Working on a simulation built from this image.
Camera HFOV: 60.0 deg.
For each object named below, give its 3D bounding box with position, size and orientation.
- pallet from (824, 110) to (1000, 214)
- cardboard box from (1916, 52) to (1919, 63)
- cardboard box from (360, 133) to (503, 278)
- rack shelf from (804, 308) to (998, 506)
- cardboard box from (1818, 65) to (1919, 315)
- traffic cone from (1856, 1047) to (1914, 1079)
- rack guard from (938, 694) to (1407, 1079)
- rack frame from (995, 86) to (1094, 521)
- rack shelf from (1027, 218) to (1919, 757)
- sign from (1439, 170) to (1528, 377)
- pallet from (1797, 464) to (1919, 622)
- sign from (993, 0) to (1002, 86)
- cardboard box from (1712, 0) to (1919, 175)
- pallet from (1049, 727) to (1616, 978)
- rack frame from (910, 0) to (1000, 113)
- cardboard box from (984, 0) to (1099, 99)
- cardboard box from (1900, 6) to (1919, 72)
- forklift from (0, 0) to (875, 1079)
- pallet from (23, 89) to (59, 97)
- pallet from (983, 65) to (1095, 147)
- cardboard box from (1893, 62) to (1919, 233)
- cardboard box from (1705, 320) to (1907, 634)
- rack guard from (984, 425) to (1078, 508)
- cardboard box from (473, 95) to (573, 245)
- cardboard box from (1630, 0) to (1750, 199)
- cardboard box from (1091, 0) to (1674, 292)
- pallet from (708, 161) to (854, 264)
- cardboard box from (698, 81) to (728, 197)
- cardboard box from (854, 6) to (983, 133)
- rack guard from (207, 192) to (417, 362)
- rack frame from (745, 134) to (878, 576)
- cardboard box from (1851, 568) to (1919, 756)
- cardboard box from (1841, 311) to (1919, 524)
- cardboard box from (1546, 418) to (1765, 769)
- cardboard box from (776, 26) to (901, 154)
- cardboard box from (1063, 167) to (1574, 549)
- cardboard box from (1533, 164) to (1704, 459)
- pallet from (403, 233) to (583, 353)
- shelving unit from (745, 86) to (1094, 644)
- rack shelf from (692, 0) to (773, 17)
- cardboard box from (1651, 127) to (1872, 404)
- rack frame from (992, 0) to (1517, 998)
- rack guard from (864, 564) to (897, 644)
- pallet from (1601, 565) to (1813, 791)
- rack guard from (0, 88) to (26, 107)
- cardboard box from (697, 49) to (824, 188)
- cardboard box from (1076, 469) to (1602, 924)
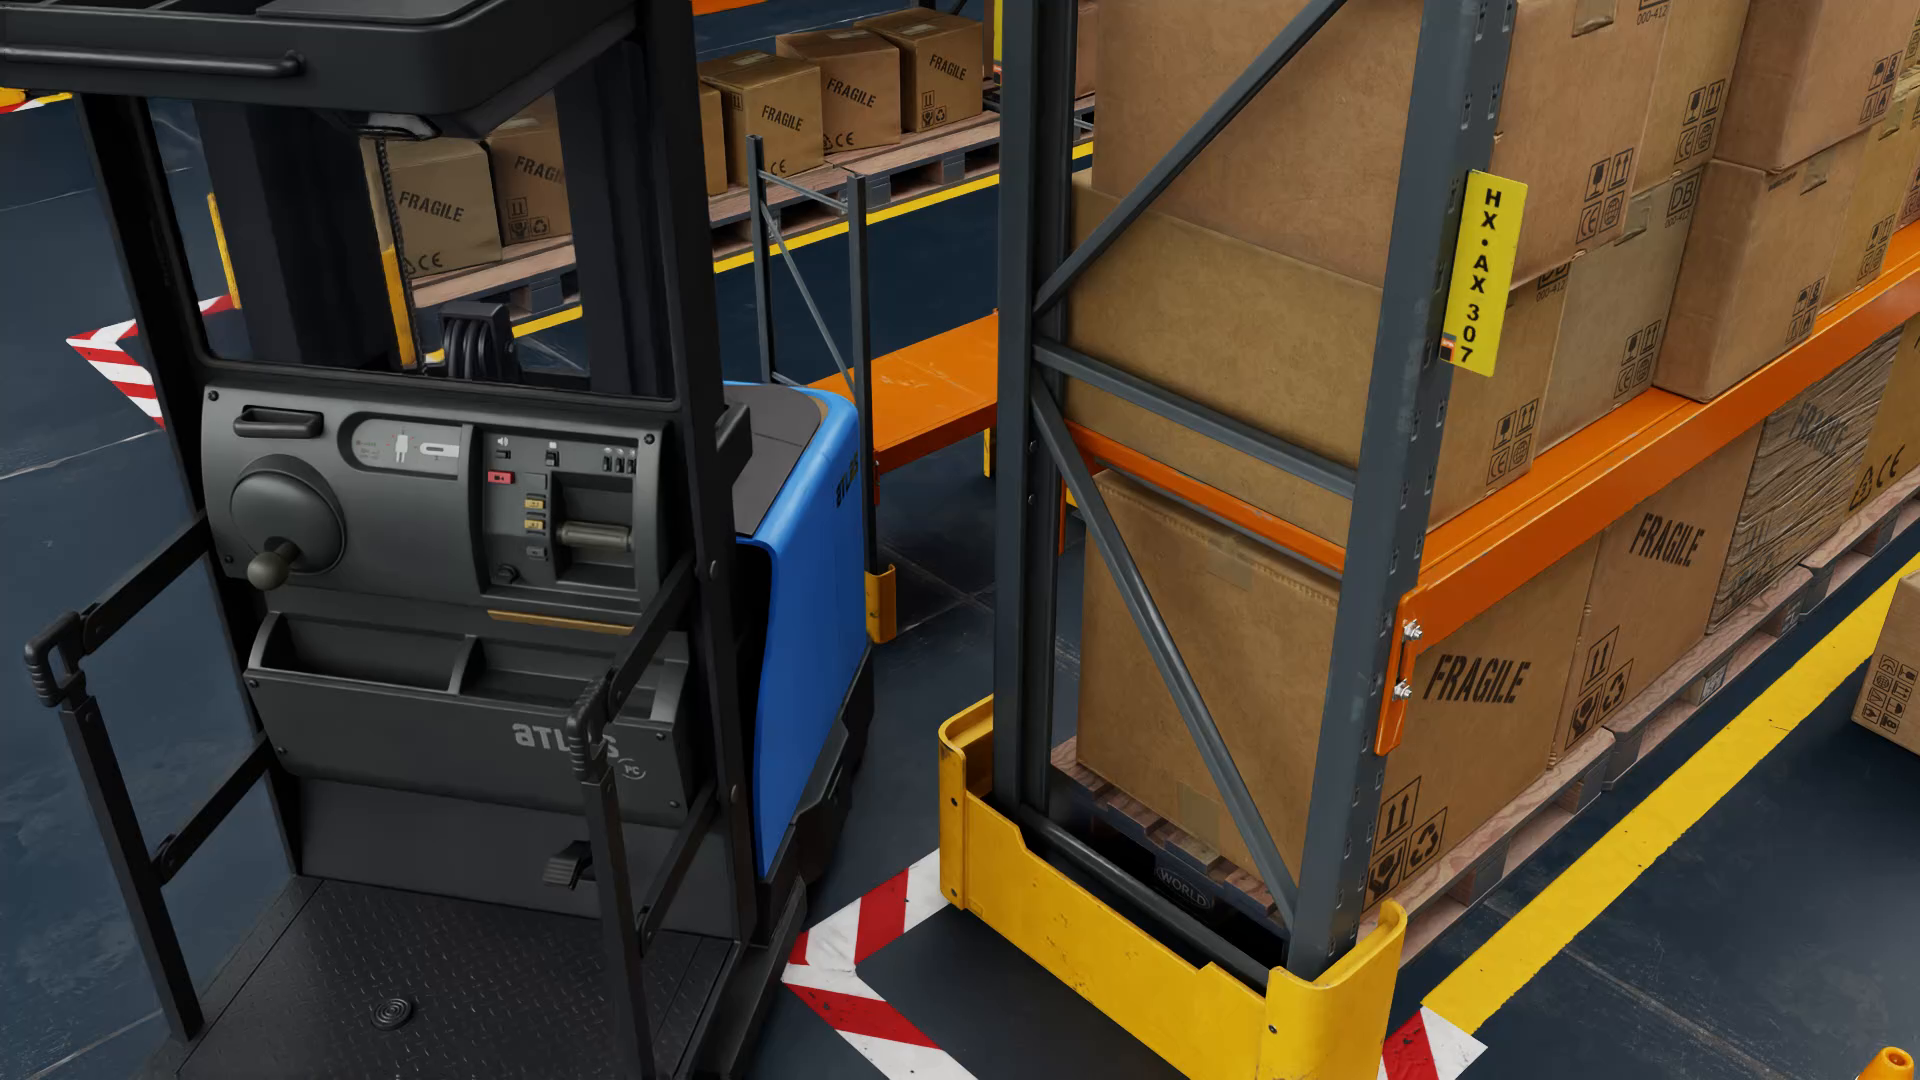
[{"bbox_3d":[-0.372,-2.145,9.056,1.213,0.211,1.003,-26,40,-35],"label":"pallet"},{"bbox_3d":[2.287,-1.682,4.447,0.550,0.550,0.875,-26,40,-35],"label":"cardboard box"},{"bbox_3d":[-2.367,-1.496,7.315,0.500,0.500,0.500,-18,36,-27],"label":"cardboard box"},{"bbox_3d":[-0.063,-0.456,5.403,1.000,0.185,0.538,-26,40,-35],"label":"rack shelf"},{"bbox_3d":[1.948,-1.006,4.375,0.500,0.550,0.875,-26,40,-35],"label":"cardboard box"},{"bbox_3d":[1.817,1.202,3.340,0.334,0.463,0.336,-26,40,-35],"label":"traffic cone"},{"bbox_3d":[0.444,0.840,3.897,0.348,0.500,1.175,-26,40,-35],"label":"rack guard"},{"bbox_3d":[0.310,-0.790,5.604,0.032,1.500,0.500,-26,40,-35],"label":"rack frame"},{"bbox_3d":[1.929,-0.637,4.606,4.000,0.370,1.077,-26,40,-35],"label":"rack shelf"},{"bbox_3d":[0.835,-0.423,2.661,0.005,0.325,0.100,-26,40,-35],"label":"sign"},{"bbox_3d":[2.784,-0.224,5.914,1.213,0.211,1.003,-26,40,-35],"label":"pallet"},{"bbox_3d":[0.103,-1.042,3.242,0.005,0.325,0.100,-26,40,-35],"label":"sign"},{"bbox_3d":[1.604,-1.253,3.745,0.550,0.550,0.875,-26,40,-35],"label":"cardboard box"},{"bbox_3d":[0.995,0.641,4.499,1.213,0.211,1.003,-26,40,-35],"label":"pallet"},{"bbox_3d":[0.097,-3.587,8.740,0.127,3.000,1.000,-26,40,-35],"label":"rack frame"},{"bbox_3d":[0.562,-2.918,9.621,0.700,0.500,0.500,26,40,35],"label":"cardboard box"},{"bbox_3d":[1.904,-1.491,4.134,0.500,0.550,0.875,-26,40,-35],"label":"cardboard box"},{"bbox_3d":[-1.045,-0.019,2.972,1.130,2.935,3.031,6,32,10],"label":"forklift"},{"bbox_3d":[-5.581,-3.204,10.788,1.213,0.211,1.003,-26,40,-35],"label":"pallet"},{"bbox_3d":[0.667,-2.674,9.920,1.213,0.211,1.003,-26,40,-35],"label":"pallet"},{"bbox_3d":[2.269,-1.232,4.746,0.550,0.550,0.875,-26,40,-35],"label":"cardboard box"},{"bbox_3d":[2.228,-0.409,5.177,0.875,0.875,0.875,-25,40,-35],"label":"cardboard box"},{"bbox_3d":[0.309,-0.256,5.929,0.087,0.250,0.587,-26,40,-35],"label":"rack guard"},{"bbox_3d":[-1.952,-1.721,7.683,0.500,0.500,0.500,-15,35,-23],"label":"cardboard box"},{"bbox_3d":[1.101,-1.107,3.506,0.550,0.550,0.875,-26,40,-35],"label":"cardboard box"},{"bbox_3d":[0.760,-0.876,3.129,0.550,0.550,0.875,-26,40,-35],"label":"cardboard box"},{"bbox_3d":[-1.267,-1.711,8.345,1.213,0.211,1.003,-26,40,-35],"label":"pallet"},{"bbox_3d":[-1.480,-1.936,8.034,0.500,0.500,0.500,-22,38,-31],"label":"cardboard box"},{"bbox_3d":[-0.224,-2.573,9.076,0.500,0.500,0.500,-27,41,-37],"label":"cardboard box"},{"bbox_3d":[-2.781,-1.129,7.116,0.348,0.500,1.175,-26,40,-35],"label":"rack guard"},{"bbox_3d":[-0.435,-0.429,5.014,0.032,1.500,0.500,-26,40,-35],"label":"rack frame"},{"bbox_3d":[2.955,0.355,4.688,0.500,0.500,0.500,-19,36,-28],"label":"cardboard box"},{"bbox_3d":[2.886,-0.730,5.703,0.875,0.875,0.875,-25,39,-35],"label":"cardboard box"},{"bbox_3d":[1.558,-0.086,4.650,0.875,0.875,0.875,-27,40,-36],"label":"cardboard box"},{"bbox_3d":[-0.639,-2.367,8.739,0.500,0.500,0.500,-13,34,-21],"label":"cardboard box"},{"bbox_3d":[0.703,-0.448,3.463,0.550,0.550,0.875,-26,40,-35],"label":"cardboard box"},{"bbox_3d":[1.092,-0.651,3.796,0.550,0.550,0.875,-26,40,-35],"label":"cardboard box"},{"bbox_3d":[-2.161,-1.280,7.641,1.213,0.211,1.003,-26,40,-35],"label":"pallet"},{"bbox_3d":[-0.056,-0.613,5.315,1.083,1.500,0.587,-26,40,-35],"label":"shelving unit"},{"bbox_3d":[-1.370,-2.571,7.768,4.000,0.370,1.077,-26,40,-35],"label":"rack shelf"},{"bbox_3d":[1.588,-0.802,4.042,0.550,0.550,0.875,-26,40,-35],"label":"cardboard box"},{"bbox_3d":[0.462,-0.235,3.259,0.127,3.000,1.000,-26,40,-35],"label":"rack frame"},{"bbox_3d":[-0.421,0.097,5.352,0.087,0.250,0.587,-26,40,-35],"label":"rack guard"},{"bbox_3d":[1.889,0.211,5.203,1.213,0.211,1.003,-26,40,-35],"label":"pallet"},{"bbox_3d":[-6.180,-3.041,10.244,0.348,0.500,1.175,-26,40,-35],"label":"rack guard"},{"bbox_3d":[-1.040,-2.117,8.330,0.500,0.500,0.500,25,39,35],"label":"cardboard box"},{"bbox_3d":[0.914,0.227,4.138,0.875,0.875,0.875,-26,40,-35],"label":"cardboard box"}]
